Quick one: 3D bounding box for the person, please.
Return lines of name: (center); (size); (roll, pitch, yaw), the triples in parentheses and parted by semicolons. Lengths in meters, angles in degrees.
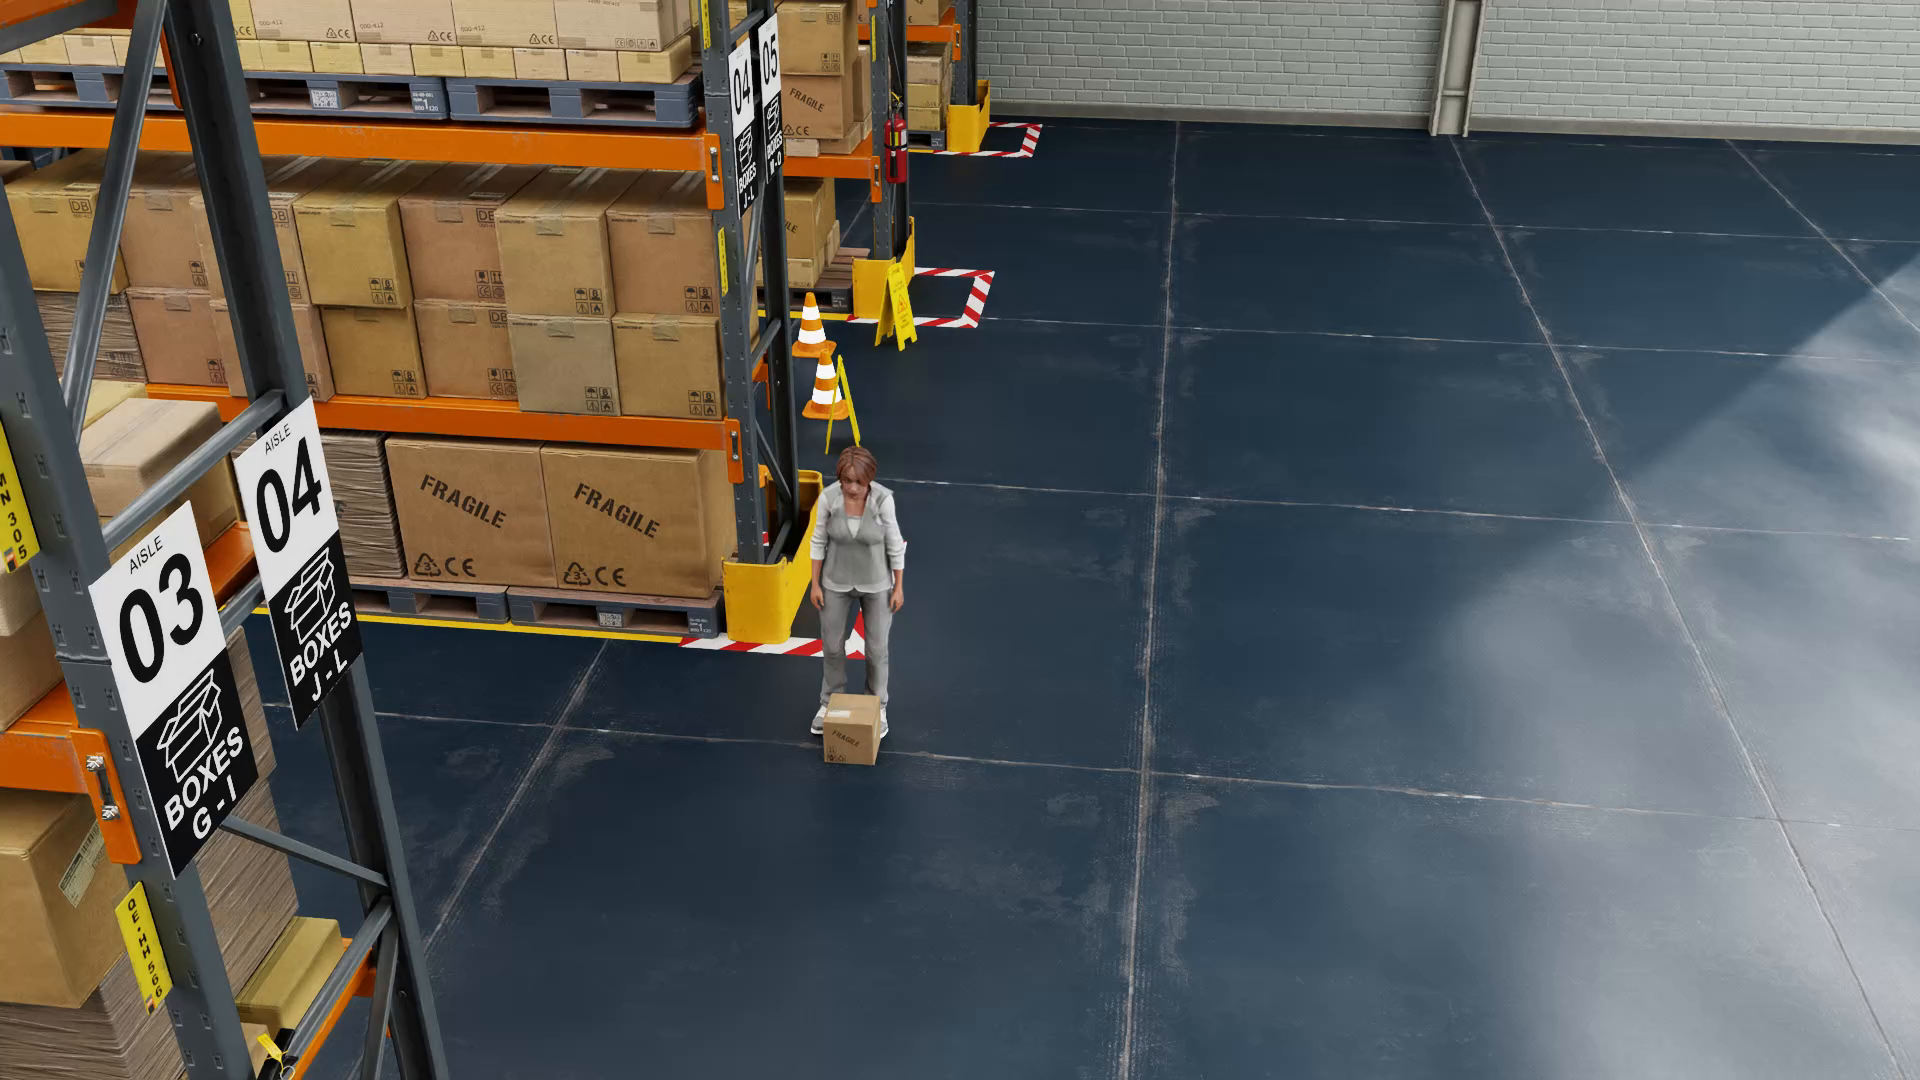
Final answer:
person: (-0.512, 0.239, 8.200); (0.485, 1.593, 0.344); (2, 29, 3)
